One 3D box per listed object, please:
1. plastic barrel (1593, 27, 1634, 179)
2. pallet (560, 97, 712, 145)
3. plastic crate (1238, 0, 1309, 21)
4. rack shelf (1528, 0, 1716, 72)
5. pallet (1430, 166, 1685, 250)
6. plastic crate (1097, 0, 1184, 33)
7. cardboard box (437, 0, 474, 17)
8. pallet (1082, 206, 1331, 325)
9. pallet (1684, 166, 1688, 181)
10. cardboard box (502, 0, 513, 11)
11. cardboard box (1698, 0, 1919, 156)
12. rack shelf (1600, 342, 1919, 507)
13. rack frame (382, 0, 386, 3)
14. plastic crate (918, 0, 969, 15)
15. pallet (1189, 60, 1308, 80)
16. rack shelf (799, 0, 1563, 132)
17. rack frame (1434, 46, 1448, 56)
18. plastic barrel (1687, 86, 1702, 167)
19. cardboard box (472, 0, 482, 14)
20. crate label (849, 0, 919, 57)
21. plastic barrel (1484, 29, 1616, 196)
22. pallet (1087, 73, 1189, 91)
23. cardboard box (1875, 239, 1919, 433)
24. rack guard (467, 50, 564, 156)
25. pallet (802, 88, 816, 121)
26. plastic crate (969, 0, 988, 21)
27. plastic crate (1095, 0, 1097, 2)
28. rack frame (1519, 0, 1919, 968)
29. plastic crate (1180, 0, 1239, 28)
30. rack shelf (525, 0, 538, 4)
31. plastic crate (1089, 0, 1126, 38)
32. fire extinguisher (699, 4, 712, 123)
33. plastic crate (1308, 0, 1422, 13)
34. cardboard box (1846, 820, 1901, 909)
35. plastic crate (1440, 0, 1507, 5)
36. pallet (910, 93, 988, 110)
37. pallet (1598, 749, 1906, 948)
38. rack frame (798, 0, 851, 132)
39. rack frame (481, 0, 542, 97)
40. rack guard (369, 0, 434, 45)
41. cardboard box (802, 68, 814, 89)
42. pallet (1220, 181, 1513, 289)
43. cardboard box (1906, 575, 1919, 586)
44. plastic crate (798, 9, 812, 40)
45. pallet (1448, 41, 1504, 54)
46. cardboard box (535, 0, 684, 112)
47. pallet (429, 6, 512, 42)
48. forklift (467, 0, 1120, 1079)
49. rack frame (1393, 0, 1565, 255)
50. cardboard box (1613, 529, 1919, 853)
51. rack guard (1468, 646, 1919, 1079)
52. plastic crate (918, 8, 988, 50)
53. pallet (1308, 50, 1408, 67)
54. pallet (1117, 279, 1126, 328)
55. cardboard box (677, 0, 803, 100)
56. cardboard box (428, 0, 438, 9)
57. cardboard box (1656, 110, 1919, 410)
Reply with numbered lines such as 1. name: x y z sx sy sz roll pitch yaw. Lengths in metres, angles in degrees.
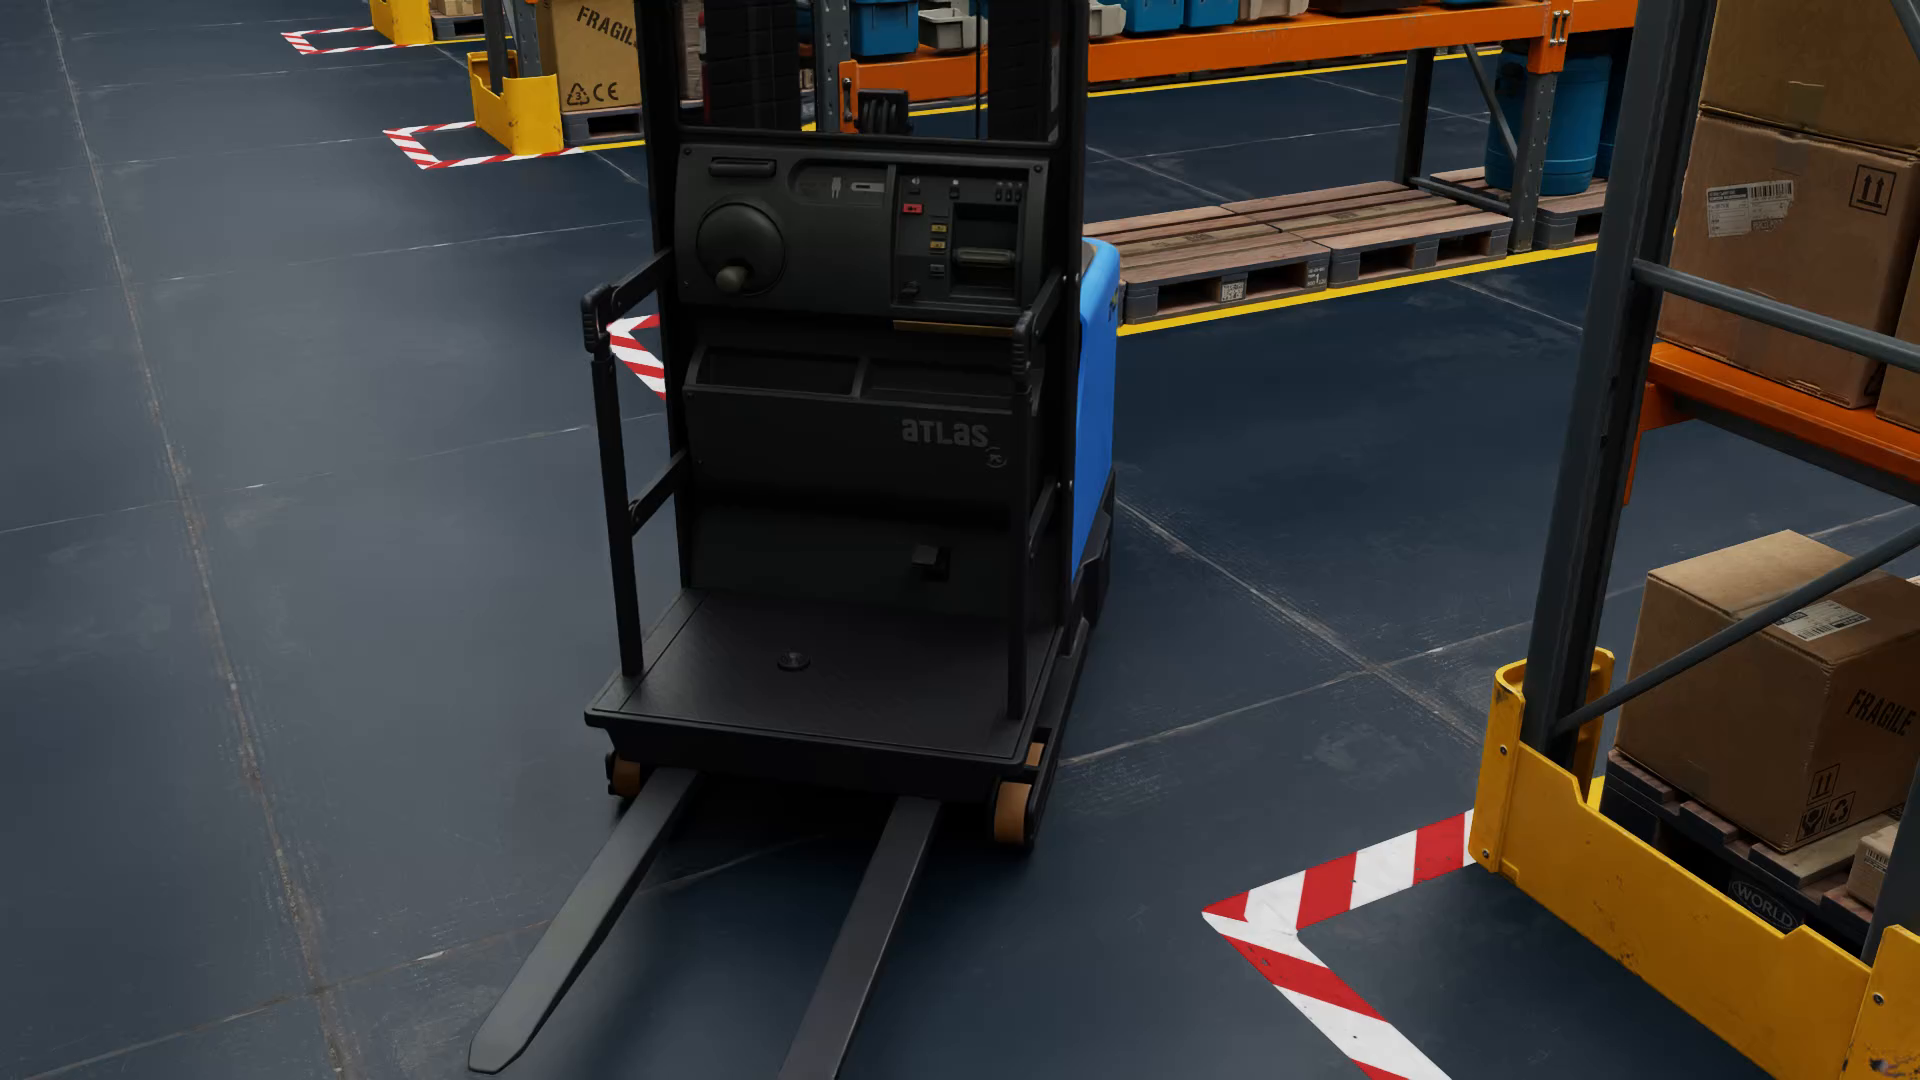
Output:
1. plastic barrel: 3.915 -2.582 9.601 0.708 0.901 0.600 -13 29 -25
2. pallet: -2.389 -3.102 11.968 1.213 0.211 1.003 -13 29 -25
3. plastic crate: 1.407 -2.529 7.786 0.466 0.136 0.293 -13 29 -25
4. rack shelf: 4.567 -3.173 9.724 4.000 0.370 1.077 -13 29 -25
5. pallet: 3.502 -1.974 9.618 1.213 0.211 1.003 -13 29 -25
6. plastic crate: 0.807 -2.419 7.448 0.300 0.233 0.416 -13 29 -25
7. cardboard box: -4.690 -4.970 15.445 0.250 0.149 0.380 -12 28 -24
8. pallet: 1.094 -1.418 8.460 1.213 0.211 1.003 -13 29 -25
9. pallet: 4.580 -2.224 10.139 1.213 0.211 1.003 -13 29 -25
10. cardboard box: -4.282 -5.108 15.732 0.250 0.149 0.380 -13 28 -25
11. cardboard box: 1.863 -1.074 3.251 0.500 0.500 0.500 -13 29 -26
12. rack shelf: 3.365 -0.466 4.086 4.000 0.370 1.077 -13 29 -25
13. rack frame: -5.303 -6.082 14.951 0.127 3.000 1.000 -13 29 -25
14. plastic crate: -0.093 -2.419 7.557 0.243 0.136 0.396 -13 29 -25
15. pallet: 2.195 -4.160 14.172 1.213 0.211 1.003 -13 29 -25
16. rack shelf: 1.037 -2.358 8.027 4.000 0.370 1.077 -13 29 -25
17. rack frame: 4.001 -5.796 14.356 0.127 3.000 1.000 -13 29 -25
18. plastic barrel: 4.455 -2.487 9.854 0.421 0.512 0.421 0 26 0
19. cardboard box: -4.498 -5.055 15.621 0.250 0.149 0.380 -13 29 -25
20. crate label: -0.355 -2.151 6.889 0.303 0.233 0.416 -13 29 -25
21. plastic barrel: 3.290 -2.438 9.300 0.708 0.901 0.600 -13 29 -25
22. pallet: 1.117 -3.910 13.650 1.213 0.211 1.003 -13 29 -25
23. cardboard box: 2.116 -0.417 3.038 0.500 0.500 0.500 -12 28 -24
24. rack guard: -3.079 -3.035 11.494 0.348 0.500 1.175 -13 29 -25
25. pallet: -1.314 -3.349 12.482 1.213 0.211 1.003 -13 29 -25
26. plastic crate: 0.226 -2.285 7.168 0.300 0.233 0.416 -13 29 -25
27. plastic crate: 0.656 -2.606 7.946 0.250 0.136 0.298 -13 29 -25
28. rack frame: 1.600 -0.383 3.081 0.127 3.000 1.000 -13 29 -25
29. plastic crate: 1.072 -2.481 7.575 0.300 0.233 0.416 -13 29 -25
30. rack shelf: -1.293 -4.250 11.967 4.000 0.370 1.077 -13 29 -25
31. plastic crate: 0.566 -2.280 7.268 0.298 0.136 0.250 -13 29 -25
32. fire extinguisher: -1.074 -2.215 7.418 0.183 0.674 0.296 -13 29 -25
33. plastic crate: 1.941 -2.662 8.078 0.590 0.125 0.437 -13 29 -25
34. cardboard box: 2.131 0.750 3.507 0.250 0.149 0.380 -13 29 -25
35. plastic crate: 2.551 -2.884 8.241 0.575 0.384 0.392 -13 29 -25
36. pallet: -0.236 -3.599 13.003 1.213 0.211 1.003 -13 29 -25
37. pallet: 2.370 0.696 4.056 1.213 0.211 1.003 -13 29 -25
38. rack frame: -0.727 -2.275 7.023 0.127 3.000 1.000 -13 29 -25
39. rack frame: -3.058 -4.167 10.963 0.127 3.000 1.000 -13 29 -25
40. rack guard: -5.236 -4.970 15.524 0.348 0.500 1.175 -13 29 -25
41. cardboard box: -0.943 -3.926 12.431 0.875 0.875 0.875 -13 29 -25
42. pallet: 2.171 -1.668 8.981 1.213 0.211 1.003 -13 29 -25
43. cardboard box: 2.816 0.272 4.387 0.500 0.250 0.500 -13 29 -25
44. plastic crate: -0.520 -2.458 7.293 0.499 0.435 0.616 -13 29 -25
45. pallet: 4.691 -4.698 15.290 1.213 0.211 1.003 -13 29 -25
46. cardboard box: -2.531 -3.559 11.667 0.875 0.875 0.875 -13 29 -25
47. pallet: -4.502 -4.992 15.903 1.213 0.211 1.003 -13 29 -25
48. forklift: -0.292 -0.730 3.884 1.130 2.935 3.031 5 26 11
49. rack frame: 2.802 -3.090 8.720 0.127 3.000 1.000 -13 29 -25
50. cardboard box: 1.964 0.341 3.954 0.500 0.500 0.500 -13 29 -25
51. rack guard: 1.667 0.729 3.655 0.348 0.500 1.175 -13 29 -25
52. plastic crate: -0.033 -2.142 6.980 0.298 0.136 0.250 -13 29 -25
53. pallet: 3.270 -4.407 14.686 1.213 0.211 1.003 -13 29 -25
54. pallet: 0.018 -1.171 7.946 1.213 0.211 1.003 -13 29 -25
55. cardboard box: -1.728 -3.744 12.053 0.875 0.875 0.875 -13 29 -25
56. cardboard box: -4.937 -5.173 15.866 0.250 0.149 0.380 -12 28 -24
57. cardboard box: 1.867 -0.623 3.466 0.500 0.500 0.500 -12 28 -24
